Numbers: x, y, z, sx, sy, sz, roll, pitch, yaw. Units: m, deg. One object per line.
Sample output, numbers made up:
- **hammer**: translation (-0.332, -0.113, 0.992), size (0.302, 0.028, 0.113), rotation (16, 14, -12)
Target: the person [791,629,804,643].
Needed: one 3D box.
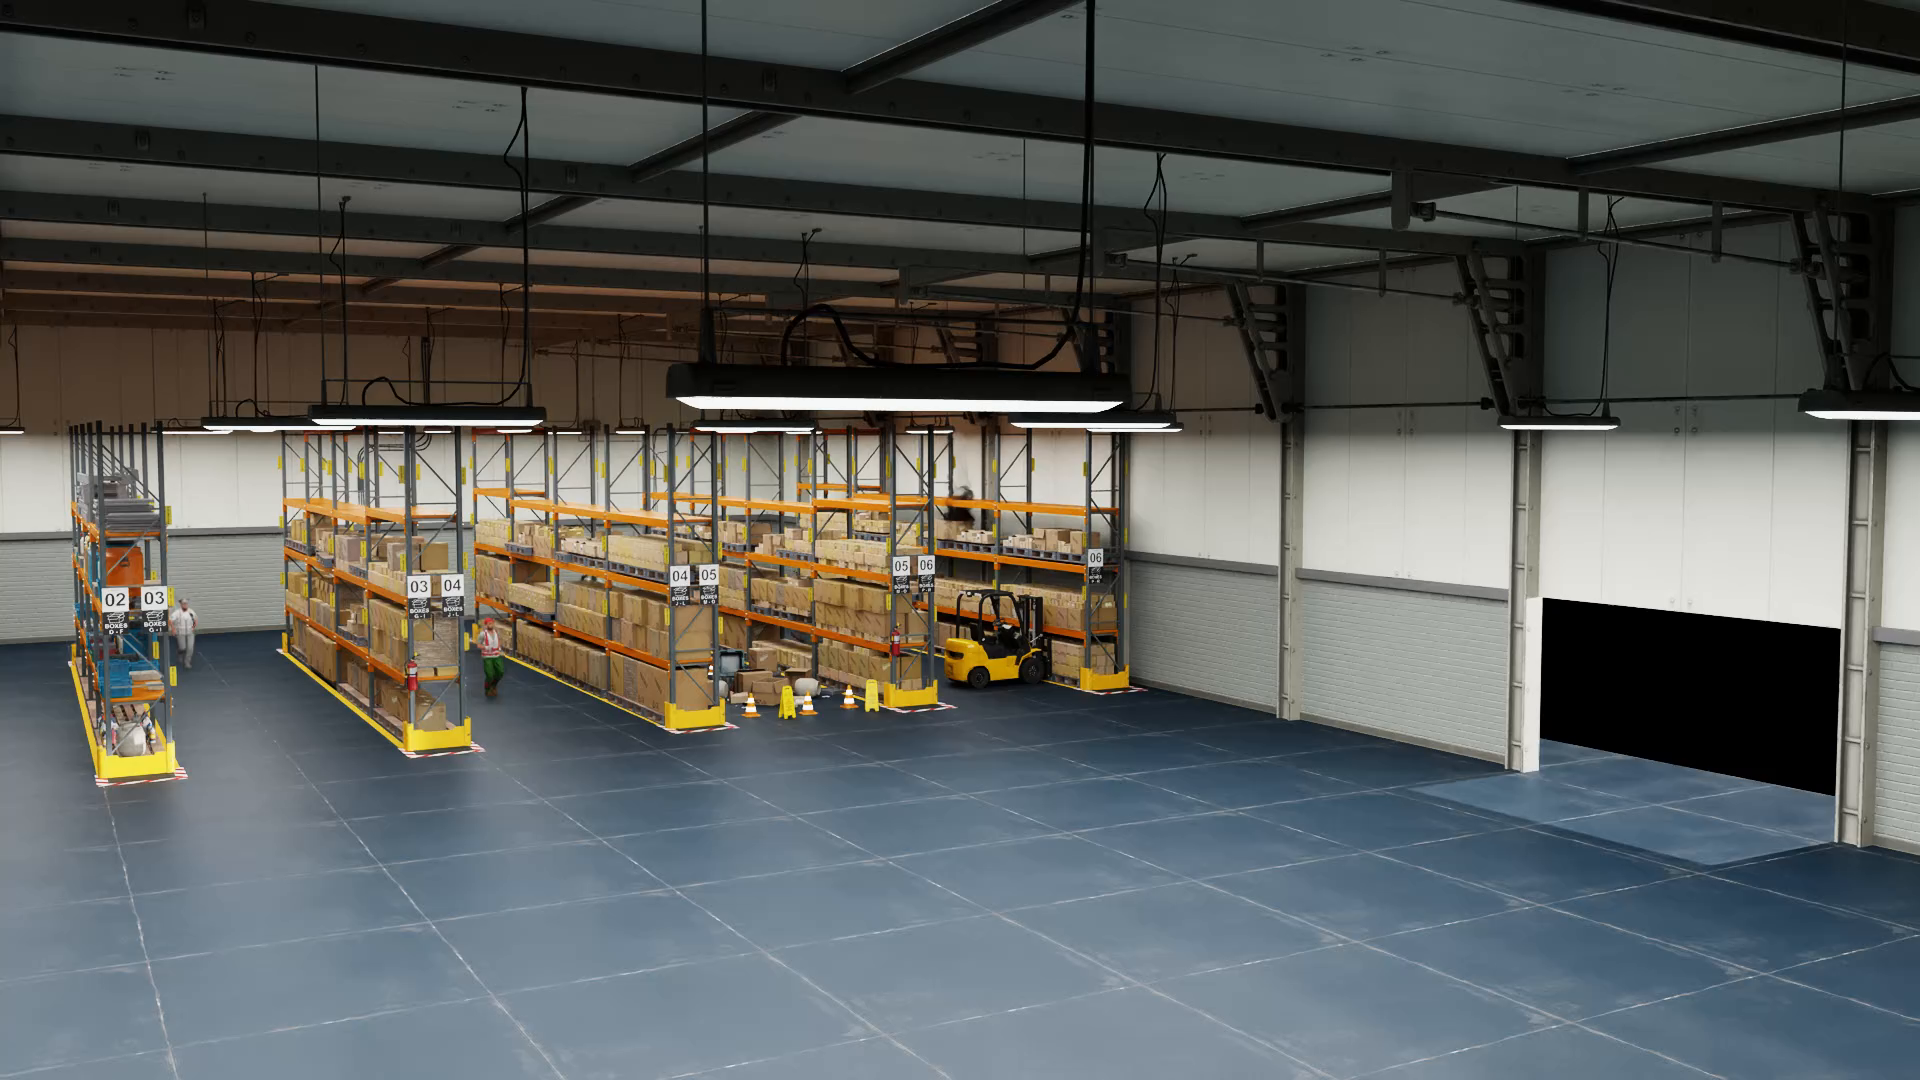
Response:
- **person**: translation (-4.274, 2.134, 44.498), size (0.644, 1.677, 0.580), rotation (-2, 4, -25)

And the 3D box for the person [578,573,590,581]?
- **person**: translation (-11.416, 1.732, 50.291), size (0.635, 1.735, 0.650), rotation (3, 5, 43)

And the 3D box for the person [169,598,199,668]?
- **person**: translation (-19.273, 2.304, 41.360), size (0.675, 1.736, 0.599), rotation (-3, 4, -36)

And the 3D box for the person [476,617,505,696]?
- **person**: translation (-10.256, 2.576, 36.501), size (0.640, 1.746, 0.607), rotation (-3, 5, -41)

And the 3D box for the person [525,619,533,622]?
- **person**: translation (-12.494, 1.937, 48.201), size (0.510, 1.616, 0.645), rotation (2, 4, 28)
